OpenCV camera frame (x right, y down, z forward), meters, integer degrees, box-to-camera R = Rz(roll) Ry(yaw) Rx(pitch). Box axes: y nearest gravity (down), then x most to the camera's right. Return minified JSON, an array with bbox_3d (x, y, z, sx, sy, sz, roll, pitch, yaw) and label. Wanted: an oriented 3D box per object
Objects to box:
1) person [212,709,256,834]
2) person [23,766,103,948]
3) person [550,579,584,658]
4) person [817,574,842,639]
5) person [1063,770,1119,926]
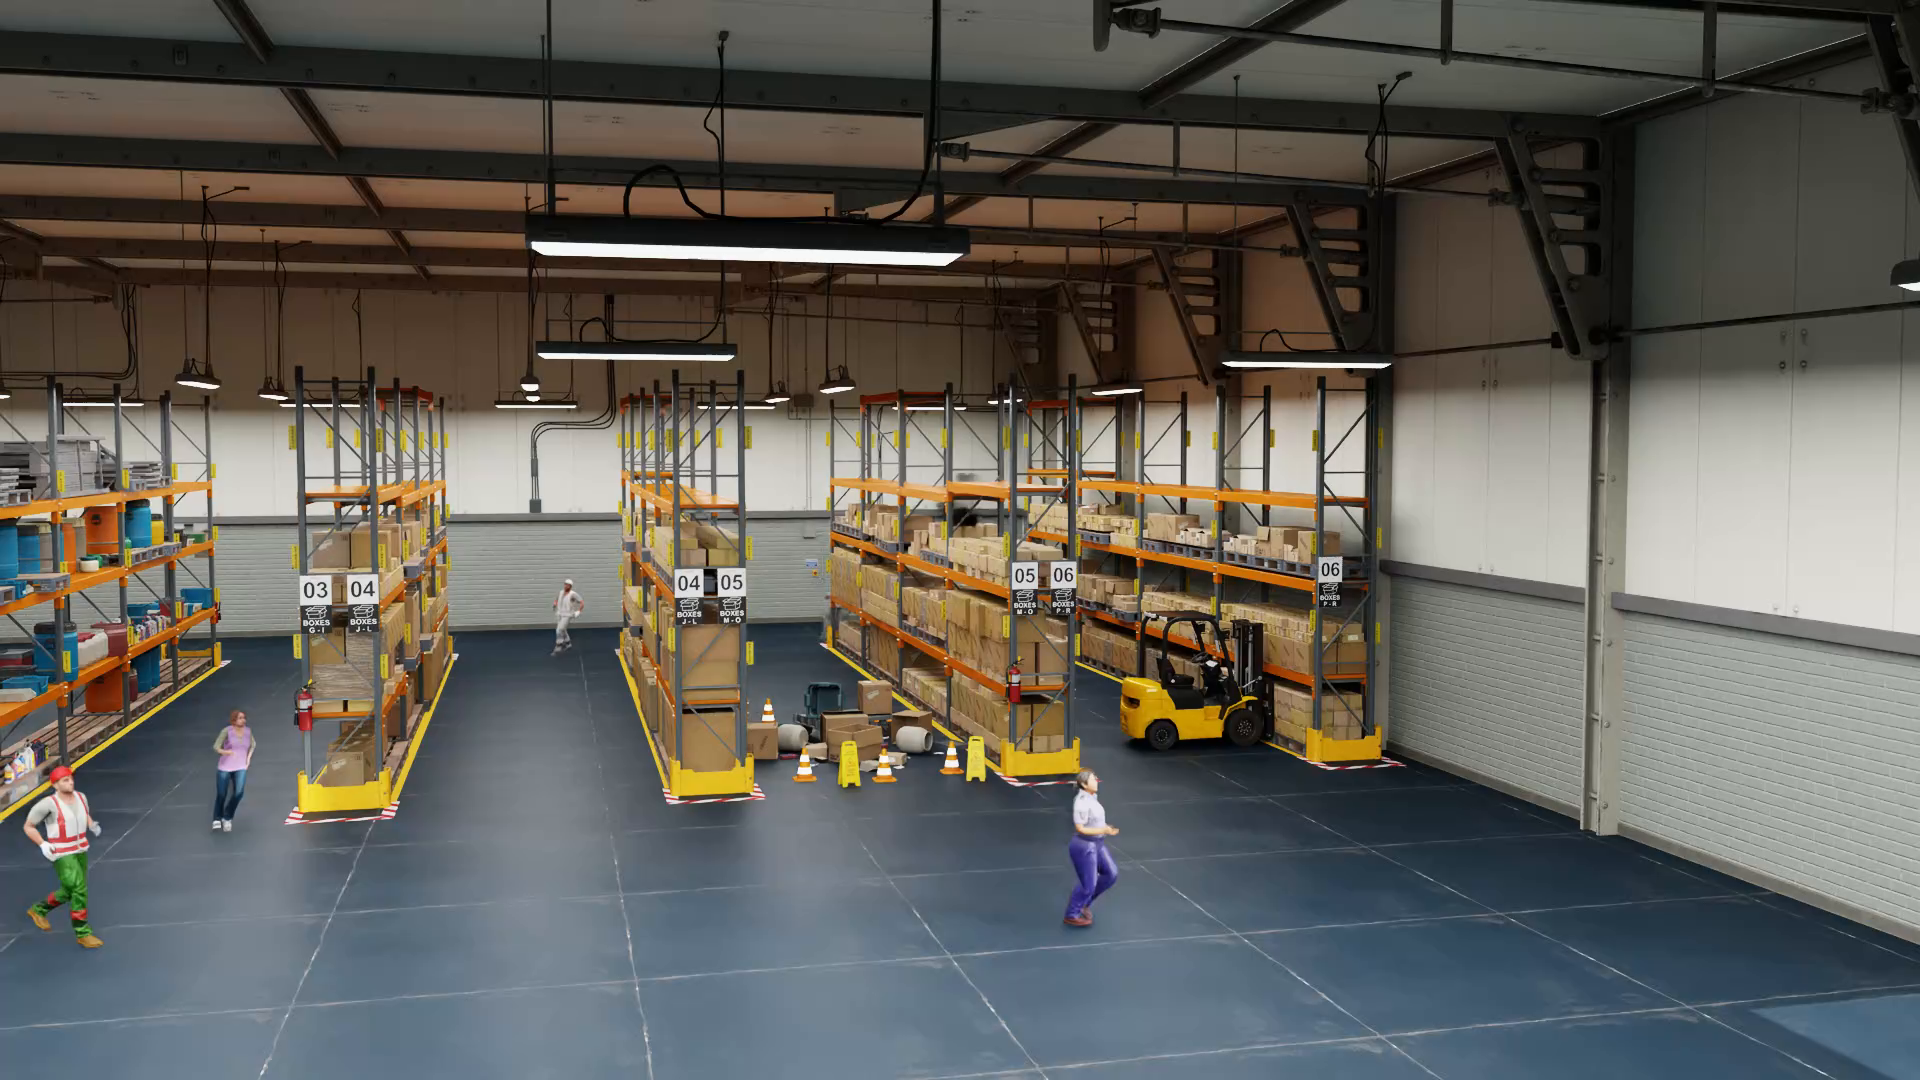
[{"bbox_3d":[-9.273,2.953,21.298,0.547,1.571,0.618,-2,4,-33],"label":"person"},{"bbox_3d":[-8.895,3.128,16.535,0.873,1.788,0.643,1,4,16],"label":"person"},{"bbox_3d":[-9.178,1.804,38.641,0.721,1.794,0.801,2,4,30],"label":"person"},{"bbox_3d":[-3.214,1.633,41.726,0.870,1.749,0.747,1,4,18],"label":"person"},{"bbox_3d":[1.368,3.169,17.108,0.605,1.615,0.582,1,4,19],"label":"person"}]
